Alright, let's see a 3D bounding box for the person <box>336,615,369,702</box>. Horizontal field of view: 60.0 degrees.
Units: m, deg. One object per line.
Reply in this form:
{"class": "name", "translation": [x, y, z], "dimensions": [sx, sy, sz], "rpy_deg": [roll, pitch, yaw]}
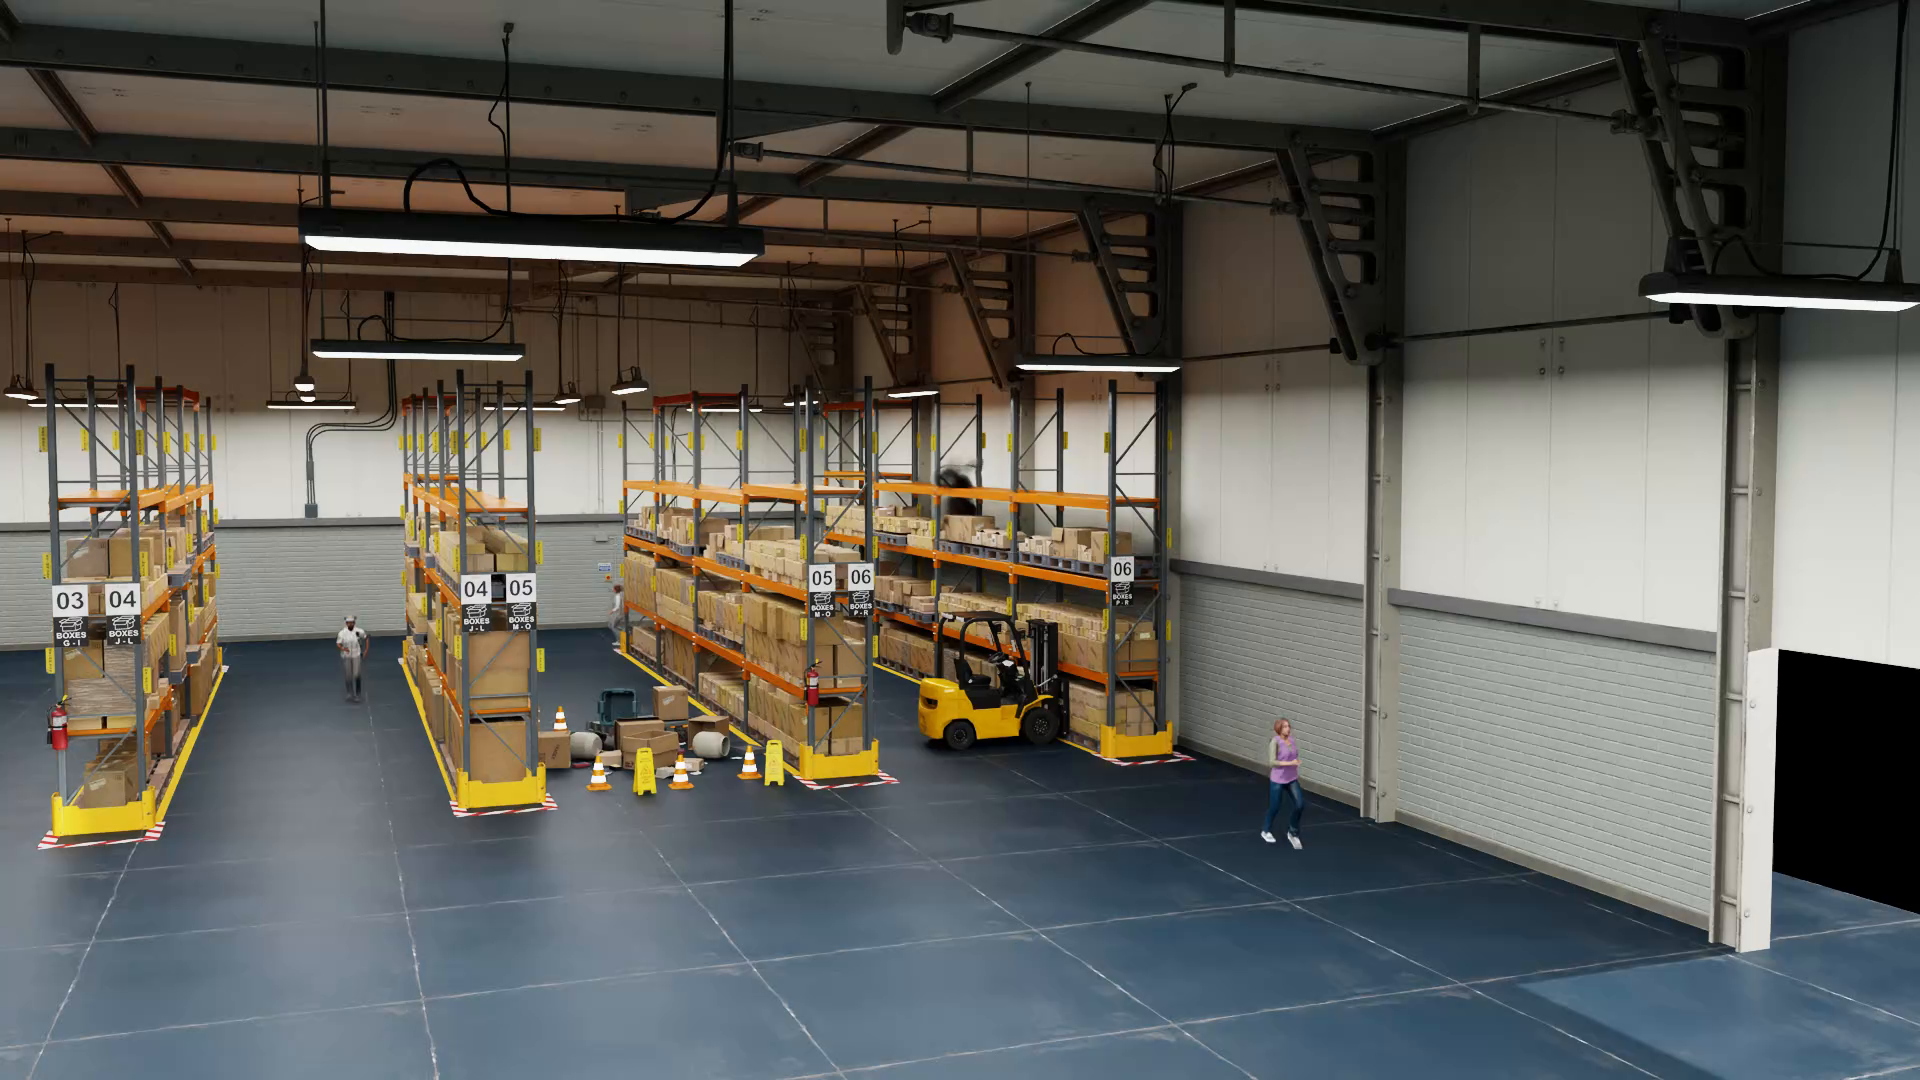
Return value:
{"class": "person", "translation": [-11.735, 2.298, 32.132], "dimensions": [0.585, 1.734, 0.695], "rpy_deg": [-1, 4, -19]}

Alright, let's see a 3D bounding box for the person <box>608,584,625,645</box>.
{"class": "person", "translation": [-8.412, 1.845, 40.902], "dimensions": [0.502, 1.533, 0.577], "rpy_deg": [-1, 3, -14]}

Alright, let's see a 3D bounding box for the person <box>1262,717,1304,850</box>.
{"class": "person", "translation": [4.005, 3.019, 20.520], "dimensions": [0.526, 1.624, 0.684], "rpy_deg": [-2, 4, -27]}
